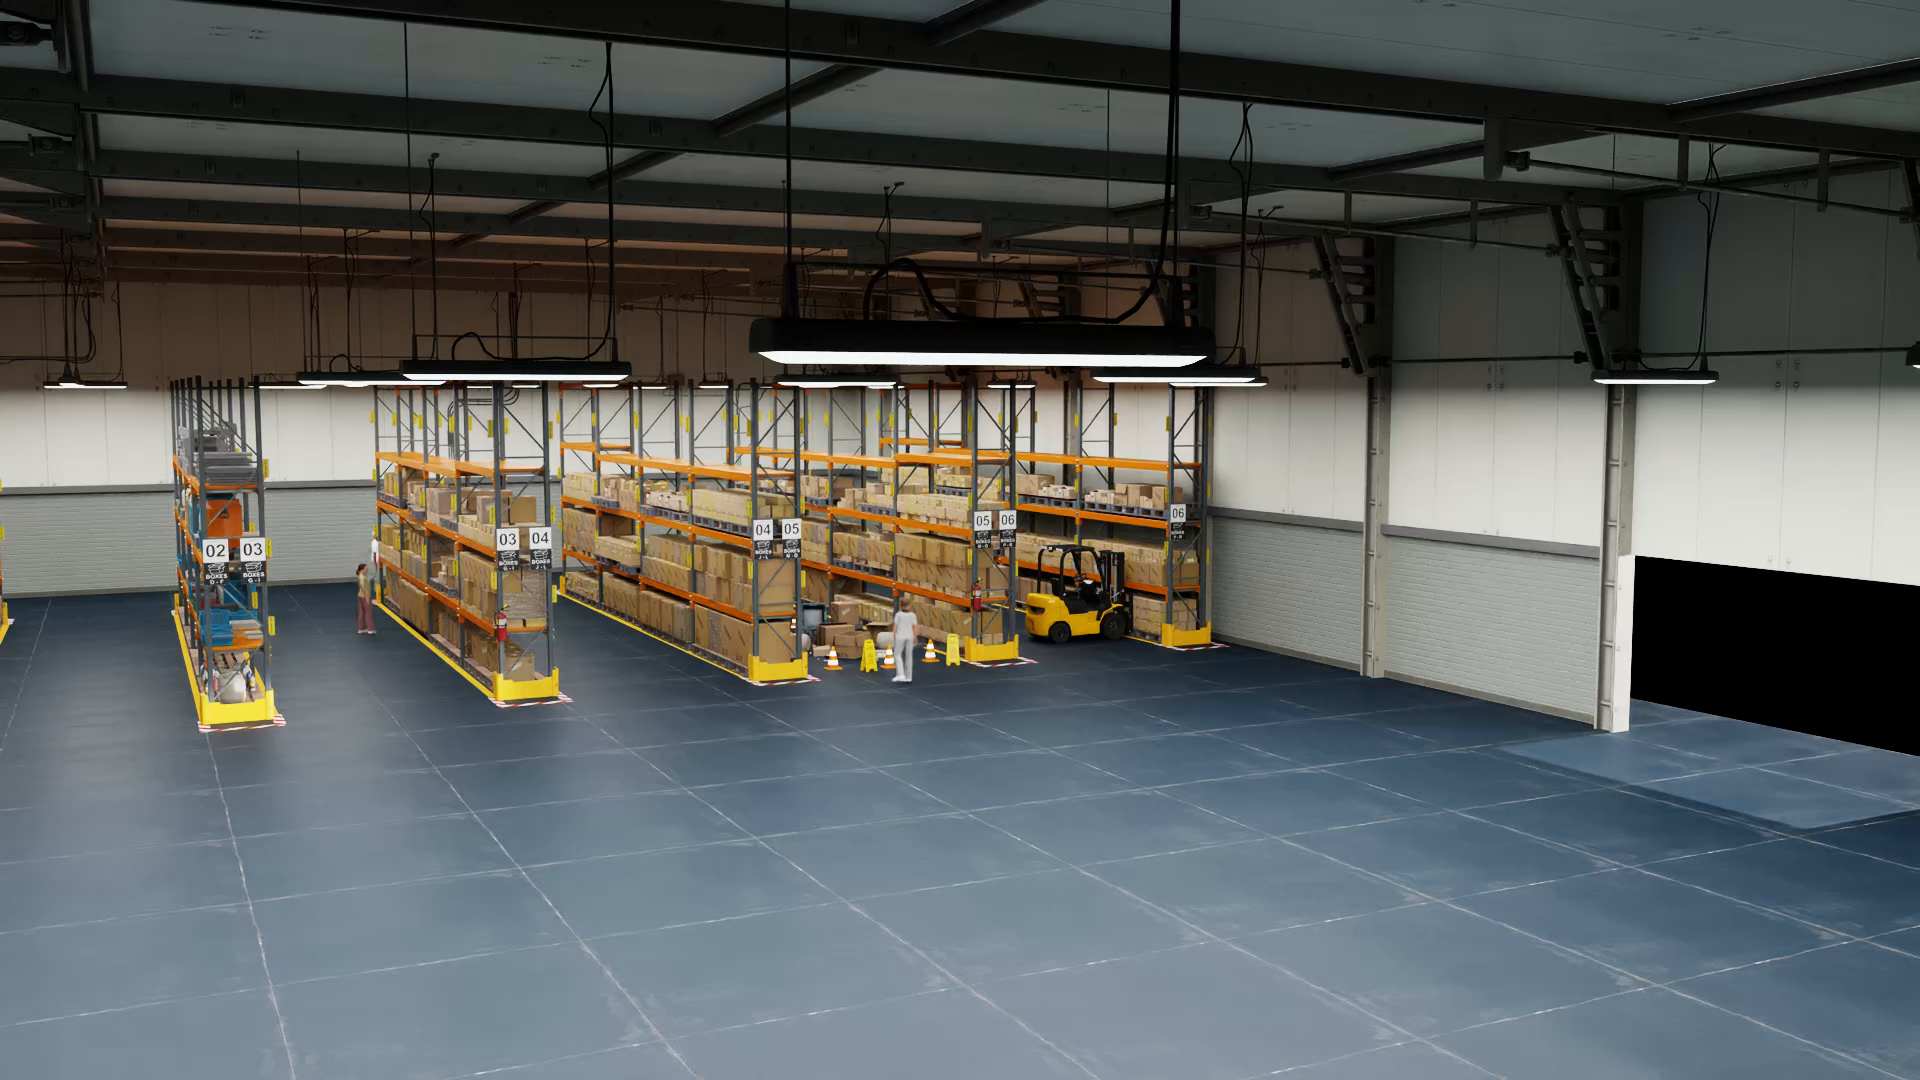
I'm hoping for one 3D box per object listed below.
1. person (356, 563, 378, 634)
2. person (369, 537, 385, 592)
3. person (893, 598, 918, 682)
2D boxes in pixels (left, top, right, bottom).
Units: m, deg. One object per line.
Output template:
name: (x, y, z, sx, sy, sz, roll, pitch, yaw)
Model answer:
person: (-14.047, 1.378, 39.375, 0.436, 1.671, 0.492, -4, 7, -41)
person: (-16.719, 0.604, 47.515, 0.539, 1.758, 0.589, -2, 6, -23)
person: (-1.091, 1.970, 32.822, 0.494, 1.681, 0.426, -1, 5, -13)
